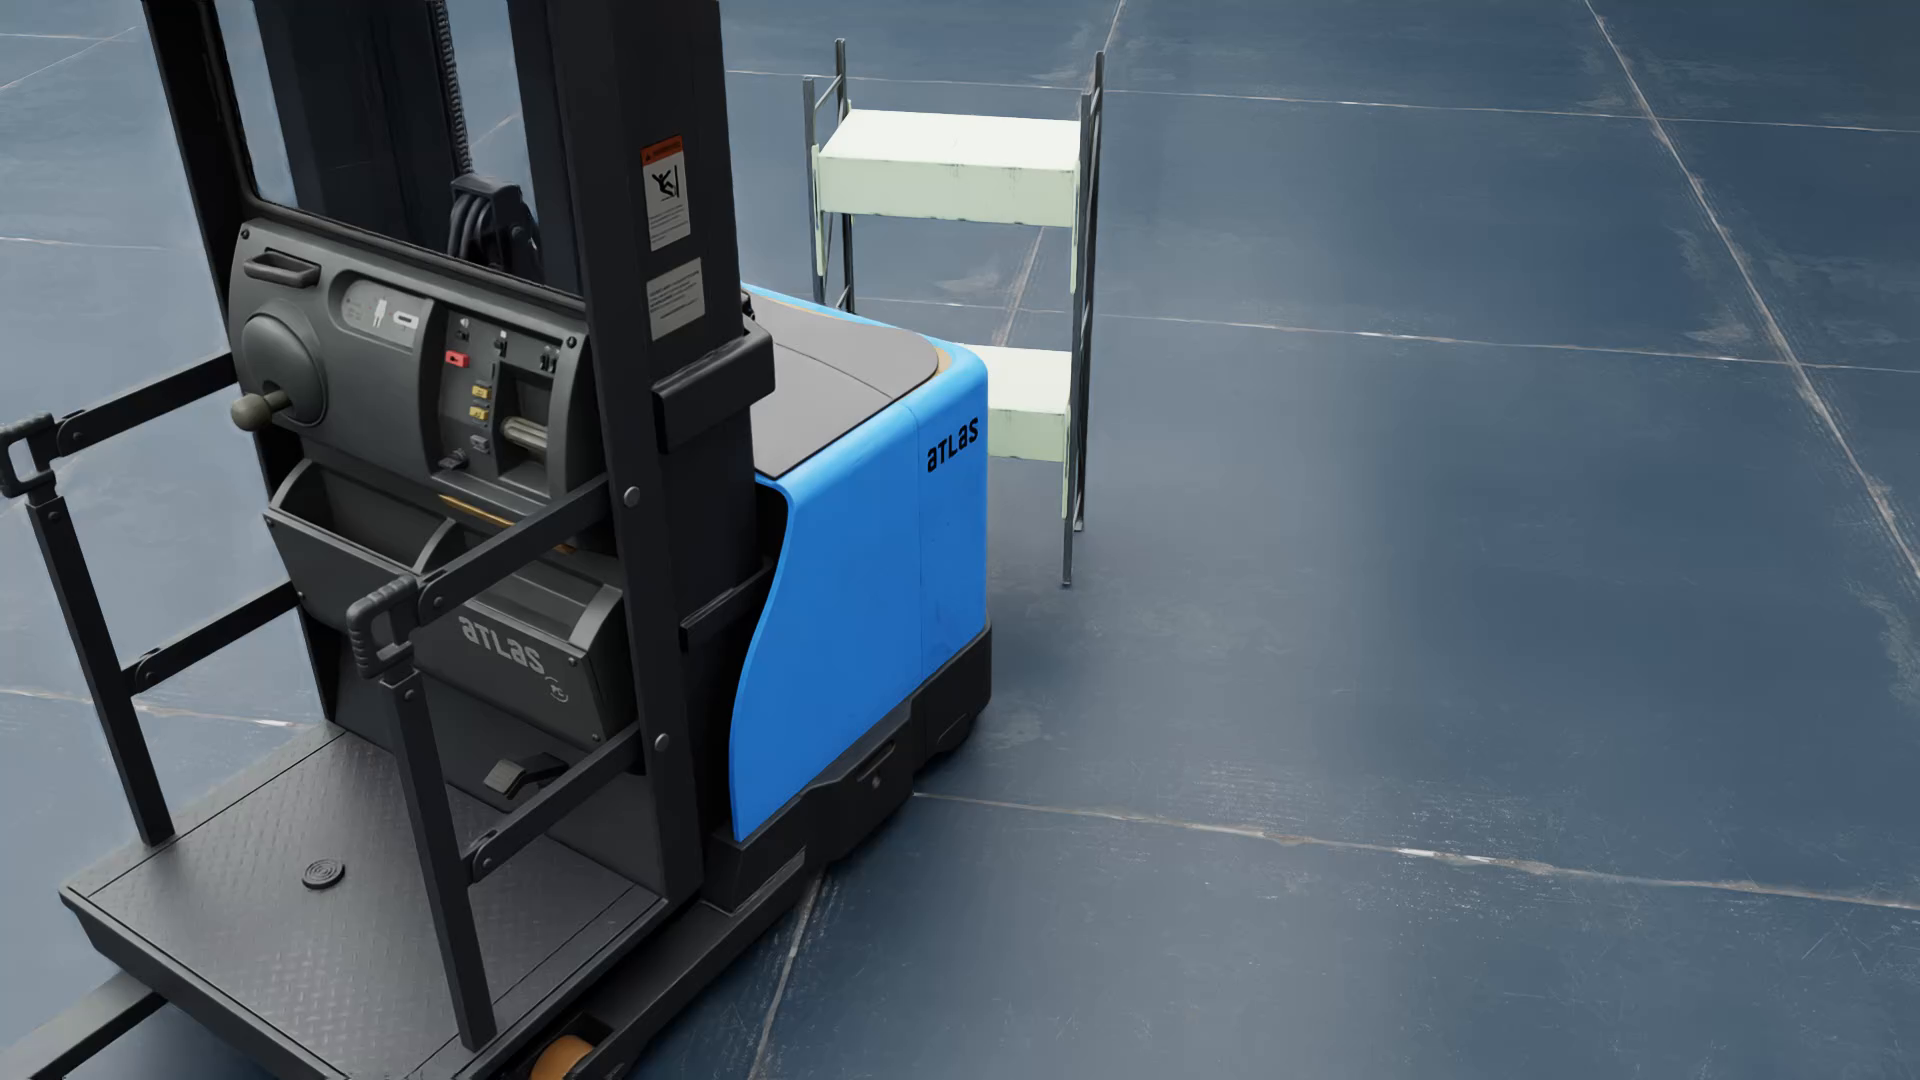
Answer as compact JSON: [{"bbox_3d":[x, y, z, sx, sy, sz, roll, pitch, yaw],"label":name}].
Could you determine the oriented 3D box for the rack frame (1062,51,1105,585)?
[{"bbox_3d":[0.354,-0.604,4.801,0.023,1.500,0.400,5,32,8],"label":"rack frame"}]

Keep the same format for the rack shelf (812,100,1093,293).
[{"bbox_3d":[-0.007,-0.967,4.646,0.720,0.370,0.431,5,32,8],"label":"rack shelf"}]

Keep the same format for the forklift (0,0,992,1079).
[{"bbox_3d":[-1.155,-0.271,2.921,1.130,2.935,3.031,20,37,28],"label":"forklift"}]

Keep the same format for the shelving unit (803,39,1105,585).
[{"bbox_3d":[-0.007,-0.636,4.853,0.755,1.500,0.431,5,32,8],"label":"shelving unit"}]

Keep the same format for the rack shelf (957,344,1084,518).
[{"bbox_3d":[-0.007,-0.360,5.026,0.720,0.370,0.431,5,32,8],"label":"rack shelf"}]

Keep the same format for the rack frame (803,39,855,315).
[{"bbox_3d":[-0.367,-0.669,4.905,0.023,1.500,0.400,5,32,8],"label":"rack frame"}]
